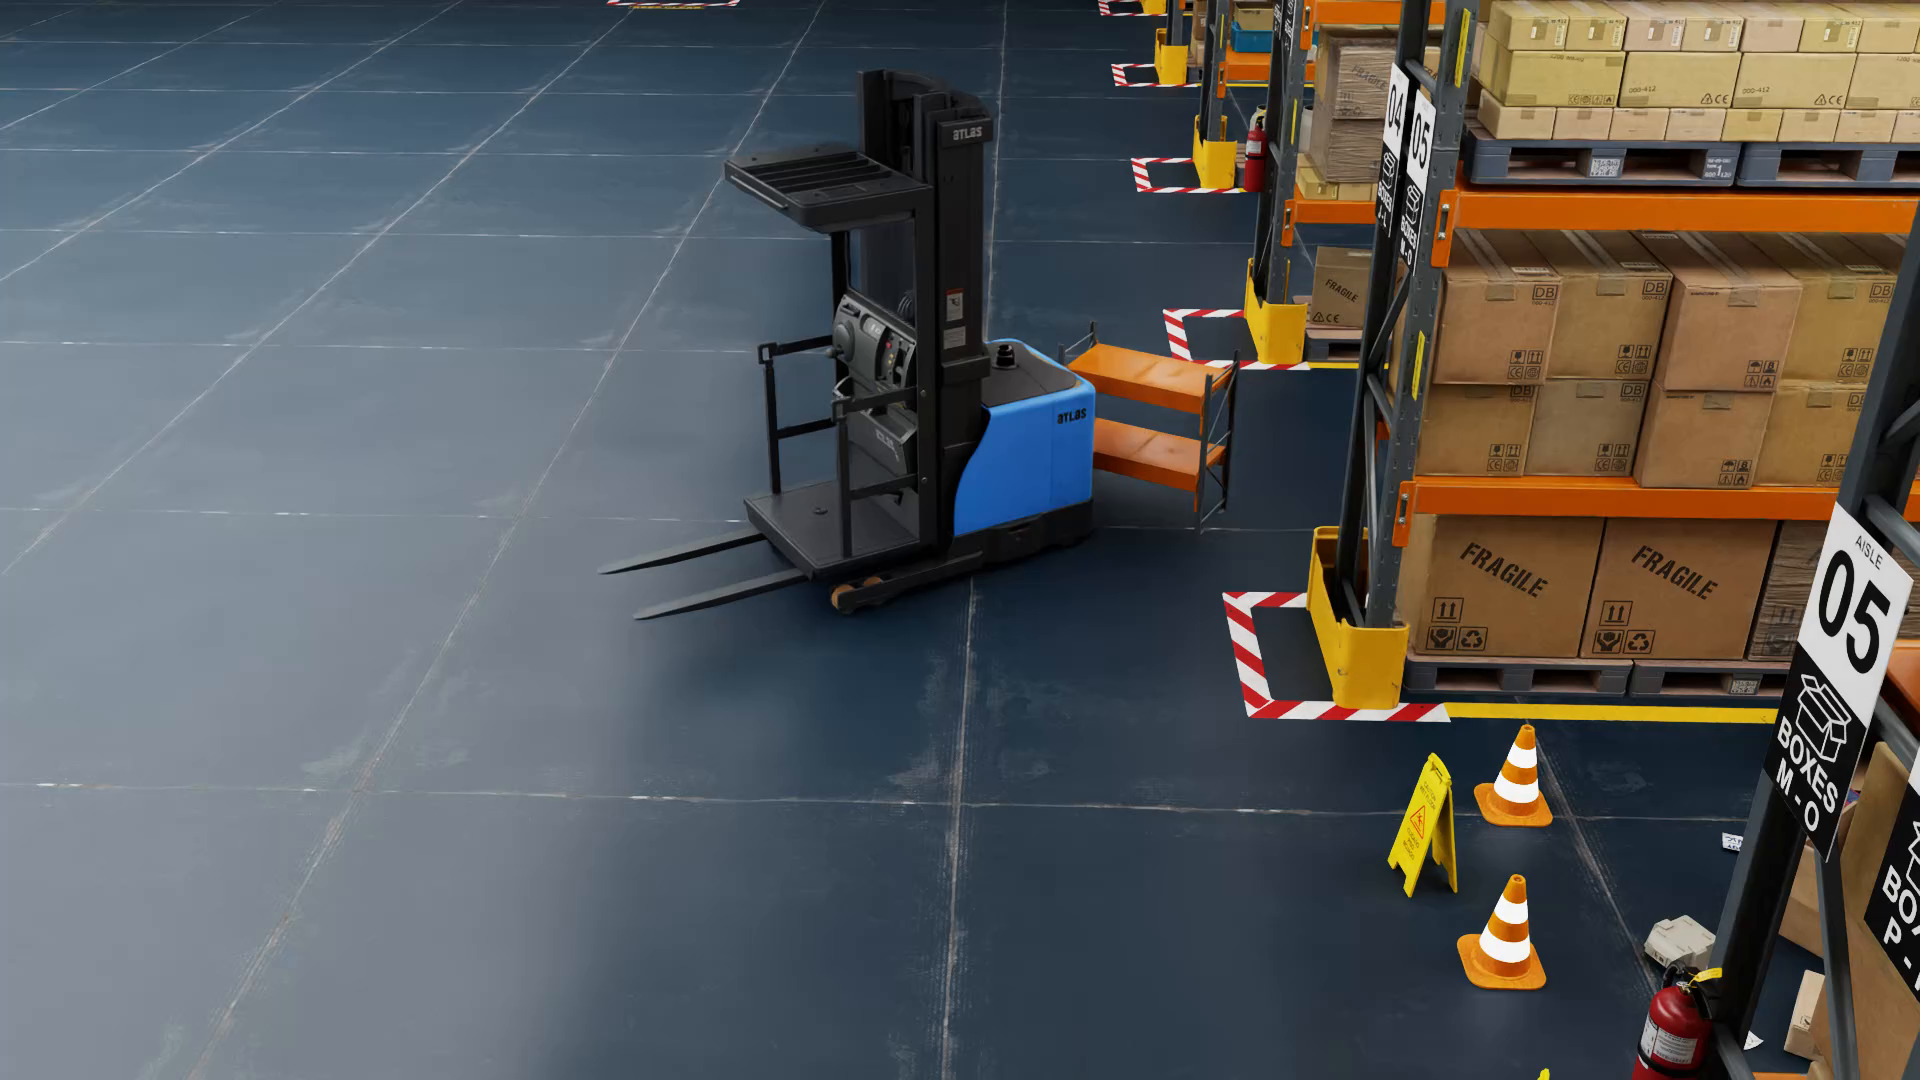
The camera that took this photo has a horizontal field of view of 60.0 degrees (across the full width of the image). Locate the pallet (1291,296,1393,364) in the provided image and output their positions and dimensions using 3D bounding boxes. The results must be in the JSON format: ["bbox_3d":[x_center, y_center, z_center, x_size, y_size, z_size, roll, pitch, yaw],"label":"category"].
[{"bbox_3d":[3.407,-1.744,13.739,1.213,0.211,1.003,1,28,2],"label":"pallet"}]

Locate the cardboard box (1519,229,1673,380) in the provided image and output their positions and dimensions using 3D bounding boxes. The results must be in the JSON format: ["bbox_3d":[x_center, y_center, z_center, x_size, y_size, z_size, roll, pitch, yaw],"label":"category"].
[{"bbox_3d":[3.167,-1.240,8.499,0.550,0.550,0.875,1,28,2],"label":"cardboard box"}]

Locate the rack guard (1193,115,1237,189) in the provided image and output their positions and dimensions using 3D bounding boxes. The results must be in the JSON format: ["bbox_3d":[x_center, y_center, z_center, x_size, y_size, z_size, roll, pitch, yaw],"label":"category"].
[{"bbox_3d":[2.773,-4.242,18.143,0.348,0.500,1.175,1,28,2],"label":"rack guard"}]

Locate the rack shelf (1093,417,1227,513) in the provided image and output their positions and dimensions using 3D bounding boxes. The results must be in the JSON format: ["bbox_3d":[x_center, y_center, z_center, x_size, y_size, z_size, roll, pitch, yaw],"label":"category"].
[{"bbox_3d":[1.206,-0.516,10.970,1.000,0.278,0.538,15,32,27],"label":"rack shelf"}]

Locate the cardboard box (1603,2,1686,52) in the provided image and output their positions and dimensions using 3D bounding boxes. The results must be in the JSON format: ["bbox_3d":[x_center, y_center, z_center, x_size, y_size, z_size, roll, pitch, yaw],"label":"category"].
[{"bbox_3d":[3.073,-2.320,7.509,0.250,0.149,0.380,1,28,1],"label":"cardboard box"}]

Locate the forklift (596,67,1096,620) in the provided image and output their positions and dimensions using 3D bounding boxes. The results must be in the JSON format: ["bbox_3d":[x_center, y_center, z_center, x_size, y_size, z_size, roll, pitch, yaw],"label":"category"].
[{"bbox_3d":[-0.683,-1.143,9.701,3.031,2.935,1.130,-15,32,-26],"label":"forklift"}]

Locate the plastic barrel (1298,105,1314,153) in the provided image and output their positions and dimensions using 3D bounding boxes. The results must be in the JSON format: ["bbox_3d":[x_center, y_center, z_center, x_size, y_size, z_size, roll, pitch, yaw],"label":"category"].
[{"bbox_3d":[3.857,-4.428,18.034,0.421,0.512,0.421,0,28,0],"label":"plastic barrel"}]

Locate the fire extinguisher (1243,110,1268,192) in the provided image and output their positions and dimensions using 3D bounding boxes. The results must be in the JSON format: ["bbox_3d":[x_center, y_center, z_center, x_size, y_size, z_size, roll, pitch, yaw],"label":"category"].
[{"bbox_3d":[2.423,-3.190,13.574,0.183,0.674,0.296,1,28,2],"label":"fire extinguisher"}]

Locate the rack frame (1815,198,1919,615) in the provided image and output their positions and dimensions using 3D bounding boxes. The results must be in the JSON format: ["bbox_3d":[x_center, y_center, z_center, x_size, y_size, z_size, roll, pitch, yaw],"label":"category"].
[{"bbox_3d":[2.171,-1.019,2.990,0.127,3.000,1.000,1,28,2],"label":"rack frame"}]

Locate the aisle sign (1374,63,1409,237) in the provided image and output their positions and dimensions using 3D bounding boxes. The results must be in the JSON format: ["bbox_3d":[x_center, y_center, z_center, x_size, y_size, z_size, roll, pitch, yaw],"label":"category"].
[{"bbox_3d":[2.185,-1.977,8.427,0.004,0.787,0.394,1,28,2],"label":"aisle sign"}]

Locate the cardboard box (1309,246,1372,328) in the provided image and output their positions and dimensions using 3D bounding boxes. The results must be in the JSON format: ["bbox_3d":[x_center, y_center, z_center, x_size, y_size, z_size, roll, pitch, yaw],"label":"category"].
[{"bbox_3d":[3.144,-2.070,13.598,0.500,0.500,0.500,6,29,11],"label":"cardboard box"}]

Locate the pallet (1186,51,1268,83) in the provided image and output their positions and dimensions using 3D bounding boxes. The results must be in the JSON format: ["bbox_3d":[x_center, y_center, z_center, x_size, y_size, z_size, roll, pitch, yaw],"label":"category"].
[{"bbox_3d":[3.640,-6.419,22.558,1.213,0.211,1.003,1,28,2],"label":"pallet"}]

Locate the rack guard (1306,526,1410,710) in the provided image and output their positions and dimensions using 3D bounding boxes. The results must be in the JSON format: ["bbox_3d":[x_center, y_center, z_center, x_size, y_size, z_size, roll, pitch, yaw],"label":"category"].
[{"bbox_3d":[2.221,0.417,9.355,0.348,0.500,1.175,1,28,2],"label":"rack guard"}]

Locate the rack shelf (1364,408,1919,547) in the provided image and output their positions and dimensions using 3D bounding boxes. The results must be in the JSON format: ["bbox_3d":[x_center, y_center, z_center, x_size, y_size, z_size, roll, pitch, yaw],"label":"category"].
[{"bbox_3d":[4.244,-0.336,8.875,4.000,0.370,1.077,1,28,2],"label":"rack shelf"}]

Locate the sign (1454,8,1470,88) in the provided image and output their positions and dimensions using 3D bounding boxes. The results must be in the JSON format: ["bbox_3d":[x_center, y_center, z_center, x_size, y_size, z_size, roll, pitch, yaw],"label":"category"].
[{"bbox_3d":[2.219,-2.174,7.353,0.005,0.325,0.100,1,28,2],"label":"sign"}]

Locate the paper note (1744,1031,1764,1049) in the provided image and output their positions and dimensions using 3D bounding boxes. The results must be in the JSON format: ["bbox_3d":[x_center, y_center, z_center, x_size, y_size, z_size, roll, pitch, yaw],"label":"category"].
[{"bbox_3d":[3.186,2.027,6.818,0.142,0.019,0.148,-9,29,-16],"label":"paper note"}]

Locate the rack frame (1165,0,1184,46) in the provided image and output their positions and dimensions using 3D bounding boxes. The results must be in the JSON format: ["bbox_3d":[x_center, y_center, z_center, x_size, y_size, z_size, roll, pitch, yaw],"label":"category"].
[{"bbox_3d":[2.874,-7.644,21.892,0.127,3.000,1.000,1,28,2],"label":"rack frame"}]

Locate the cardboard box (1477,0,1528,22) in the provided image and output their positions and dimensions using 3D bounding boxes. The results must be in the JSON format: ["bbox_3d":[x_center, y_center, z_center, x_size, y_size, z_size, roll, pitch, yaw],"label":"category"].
[{"bbox_3d":[2.593,-2.637,8.106,0.250,0.149,0.380,1,28,2],"label":"cardboard box"}]

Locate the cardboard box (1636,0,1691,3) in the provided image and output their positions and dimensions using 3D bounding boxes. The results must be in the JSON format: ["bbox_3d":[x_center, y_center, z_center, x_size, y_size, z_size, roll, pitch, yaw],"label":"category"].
[{"bbox_3d":[3.358,-2.624,8.082,0.250,0.149,0.380,1,28,3],"label":"cardboard box"}]

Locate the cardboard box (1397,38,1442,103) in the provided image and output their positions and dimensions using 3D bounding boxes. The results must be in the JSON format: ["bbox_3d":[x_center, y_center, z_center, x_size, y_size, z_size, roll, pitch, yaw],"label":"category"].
[{"bbox_3d":[3.560,-3.476,12.538,0.500,0.500,0.500,1,28,2],"label":"cardboard box"}]

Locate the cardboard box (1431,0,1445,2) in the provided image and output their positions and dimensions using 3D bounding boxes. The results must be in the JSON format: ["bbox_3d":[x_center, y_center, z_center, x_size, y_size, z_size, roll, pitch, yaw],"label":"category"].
[{"bbox_3d":[3.509,-4.131,12.224,0.500,0.250,0.500,0,28,1],"label":"cardboard box"}]

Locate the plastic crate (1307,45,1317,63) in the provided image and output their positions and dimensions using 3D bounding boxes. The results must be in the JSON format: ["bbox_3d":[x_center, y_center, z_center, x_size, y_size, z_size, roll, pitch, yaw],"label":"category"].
[{"bbox_3d":[3.579,-5.043,17.268,0.250,0.136,0.298,1,28,2],"label":"plastic crate"}]

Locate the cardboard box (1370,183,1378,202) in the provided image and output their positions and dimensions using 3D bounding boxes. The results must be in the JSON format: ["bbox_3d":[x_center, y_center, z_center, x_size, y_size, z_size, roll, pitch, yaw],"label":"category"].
[{"bbox_3d":[3.296,-2.755,12.939,0.250,0.149,0.380,1,28,2],"label":"cardboard box"}]

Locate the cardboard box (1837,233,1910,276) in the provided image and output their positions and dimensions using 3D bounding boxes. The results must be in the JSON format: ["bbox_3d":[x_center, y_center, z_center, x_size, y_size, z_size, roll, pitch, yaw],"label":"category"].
[{"bbox_3d":[4.786,-1.214,8.451,0.550,0.550,0.875,1,28,2],"label":"cardboard box"}]

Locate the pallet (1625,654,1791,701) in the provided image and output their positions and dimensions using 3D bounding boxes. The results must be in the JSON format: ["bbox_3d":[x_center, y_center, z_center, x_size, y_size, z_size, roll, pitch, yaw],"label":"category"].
[{"bbox_3d":[4.263,0.543,9.426,1.213,0.211,1.003,1,28,2],"label":"pallet"}]

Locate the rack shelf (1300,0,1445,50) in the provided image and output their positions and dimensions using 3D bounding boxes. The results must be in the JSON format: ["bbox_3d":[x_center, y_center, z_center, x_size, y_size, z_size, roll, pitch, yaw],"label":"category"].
[{"bbox_3d":[4.520,-3.981,12.549,4.000,0.370,1.077,1,28,2],"label":"rack shelf"}]

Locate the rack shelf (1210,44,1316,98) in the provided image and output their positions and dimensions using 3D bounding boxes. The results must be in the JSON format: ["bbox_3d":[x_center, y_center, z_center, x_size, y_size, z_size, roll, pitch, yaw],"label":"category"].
[{"bbox_3d":[4.694,-4.974,17.625,4.000,0.370,1.077,1,28,2],"label":"rack shelf"}]

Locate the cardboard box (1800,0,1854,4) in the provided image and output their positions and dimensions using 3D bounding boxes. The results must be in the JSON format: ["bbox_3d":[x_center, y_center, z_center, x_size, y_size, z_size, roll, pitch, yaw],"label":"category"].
[{"bbox_3d":[4.118,-2.611,8.058,0.250,0.149,0.380,1,28,2],"label":"cardboard box"}]

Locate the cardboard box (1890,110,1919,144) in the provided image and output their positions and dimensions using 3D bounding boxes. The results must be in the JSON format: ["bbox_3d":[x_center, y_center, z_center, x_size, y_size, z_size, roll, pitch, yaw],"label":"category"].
[{"bbox_3d":[4.342,-1.946,7.654,0.250,0.149,0.380,1,28,2],"label":"cardboard box"}]

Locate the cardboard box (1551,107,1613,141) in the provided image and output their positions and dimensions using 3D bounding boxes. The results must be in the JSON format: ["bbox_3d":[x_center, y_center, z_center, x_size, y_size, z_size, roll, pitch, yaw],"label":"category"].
[{"bbox_3d":[2.831,-1.971,7.702,0.250,0.149,0.380,1,28,2],"label":"cardboard box"}]

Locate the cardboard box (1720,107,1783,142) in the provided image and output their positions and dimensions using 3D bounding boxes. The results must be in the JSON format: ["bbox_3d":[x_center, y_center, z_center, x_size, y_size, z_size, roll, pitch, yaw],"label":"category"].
[{"bbox_3d":[3.585,-1.959,7.678,0.250,0.149,0.380,1,28,2],"label":"cardboard box"}]

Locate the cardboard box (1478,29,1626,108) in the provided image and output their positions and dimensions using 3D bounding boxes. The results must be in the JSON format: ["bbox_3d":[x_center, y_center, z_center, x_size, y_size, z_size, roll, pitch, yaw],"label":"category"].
[{"bbox_3d":[2.718,-2.179,7.668,0.500,0.250,0.500,1,28,2],"label":"cardboard box"}]

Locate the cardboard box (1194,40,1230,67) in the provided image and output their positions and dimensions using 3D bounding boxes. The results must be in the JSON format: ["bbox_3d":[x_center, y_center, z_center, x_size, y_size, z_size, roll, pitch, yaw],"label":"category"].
[{"bbox_3d":[3.402,-6.501,22.225,0.500,0.250,0.500,1,28,2],"label":"cardboard box"}]

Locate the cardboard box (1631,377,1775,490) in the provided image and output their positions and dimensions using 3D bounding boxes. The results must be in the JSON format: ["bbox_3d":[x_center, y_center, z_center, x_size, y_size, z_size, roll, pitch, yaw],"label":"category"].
[{"bbox_3d":[3.723,-0.701,8.636,0.550,0.550,0.875,1,28,2],"label":"cardboard box"}]

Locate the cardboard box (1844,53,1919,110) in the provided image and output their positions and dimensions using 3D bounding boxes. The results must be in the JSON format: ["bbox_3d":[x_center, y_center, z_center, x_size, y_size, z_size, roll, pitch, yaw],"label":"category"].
[{"bbox_3d":[4.231,-2.155,7.622,0.500,0.250,0.500,1,28,2],"label":"cardboard box"}]

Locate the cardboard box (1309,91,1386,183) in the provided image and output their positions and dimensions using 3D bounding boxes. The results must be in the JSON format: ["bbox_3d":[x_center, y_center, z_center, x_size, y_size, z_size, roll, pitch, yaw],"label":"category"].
[{"bbox_3d":[3.070,-3.161,13.011,0.500,0.500,0.875,1,28,2],"label":"cardboard box"}]

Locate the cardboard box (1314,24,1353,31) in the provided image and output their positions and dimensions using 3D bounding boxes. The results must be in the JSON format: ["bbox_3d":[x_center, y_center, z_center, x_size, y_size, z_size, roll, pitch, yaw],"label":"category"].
[{"bbox_3d":[4.901,-6.807,22.000,0.500,0.500,0.500,1,28,2],"label":"cardboard box"}]

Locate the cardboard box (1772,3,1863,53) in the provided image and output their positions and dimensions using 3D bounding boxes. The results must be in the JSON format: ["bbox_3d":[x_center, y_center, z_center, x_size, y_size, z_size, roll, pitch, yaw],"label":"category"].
[{"bbox_3d":[3.837,-2.307,7.484,0.250,0.149,0.380,1,28,1],"label":"cardboard box"}]

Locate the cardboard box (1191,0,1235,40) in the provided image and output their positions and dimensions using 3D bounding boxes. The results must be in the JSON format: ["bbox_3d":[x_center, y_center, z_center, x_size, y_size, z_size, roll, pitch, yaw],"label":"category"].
[{"bbox_3d":[3.421,-7.076,22.508,0.500,0.500,0.500,1,28,2],"label":"cardboard box"}]

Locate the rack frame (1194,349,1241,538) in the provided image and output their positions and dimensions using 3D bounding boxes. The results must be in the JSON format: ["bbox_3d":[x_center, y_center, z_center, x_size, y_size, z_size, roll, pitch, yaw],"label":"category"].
[{"bbox_3d":[1.644,-0.611,10.628,0.032,1.125,0.500,15,32,27],"label":"rack frame"}]

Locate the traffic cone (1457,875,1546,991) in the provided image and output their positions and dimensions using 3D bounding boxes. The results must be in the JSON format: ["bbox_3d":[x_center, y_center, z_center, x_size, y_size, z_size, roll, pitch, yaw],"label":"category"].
[{"bbox_3d":[2.346,1.631,7.105,0.334,0.463,0.336,1,28,2],"label":"traffic cone"}]

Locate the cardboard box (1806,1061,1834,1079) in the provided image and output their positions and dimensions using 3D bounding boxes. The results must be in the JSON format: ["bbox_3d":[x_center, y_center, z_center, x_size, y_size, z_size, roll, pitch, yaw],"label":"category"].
[{"bbox_3d":[2.552,1.649,4.631,0.250,0.149,0.380,2,28,4],"label":"cardboard box"}]

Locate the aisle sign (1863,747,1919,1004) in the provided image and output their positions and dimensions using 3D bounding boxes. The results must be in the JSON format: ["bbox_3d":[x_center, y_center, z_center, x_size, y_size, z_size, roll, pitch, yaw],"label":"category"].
[{"bbox_3d":[2.098,0.627,3.514,0.004,0.787,0.394,1,28,2],"label":"aisle sign"}]

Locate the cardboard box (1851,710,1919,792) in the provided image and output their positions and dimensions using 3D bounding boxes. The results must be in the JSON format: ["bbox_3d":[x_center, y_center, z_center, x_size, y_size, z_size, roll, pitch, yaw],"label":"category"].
[{"bbox_3d":[4.655,0.937,8.371,0.500,0.500,0.500,6,28,11],"label":"cardboard box"}]

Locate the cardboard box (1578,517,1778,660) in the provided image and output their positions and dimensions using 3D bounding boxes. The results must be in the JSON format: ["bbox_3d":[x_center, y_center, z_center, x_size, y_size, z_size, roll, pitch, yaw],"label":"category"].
[{"bbox_3d":[3.804,0.060,9.180,0.875,0.875,0.875,1,28,1],"label":"cardboard box"}]

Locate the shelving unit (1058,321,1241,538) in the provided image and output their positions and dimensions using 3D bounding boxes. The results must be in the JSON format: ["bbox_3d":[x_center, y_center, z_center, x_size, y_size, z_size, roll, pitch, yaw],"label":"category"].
[{"bbox_3d":[1.206,-0.732,10.855,1.048,1.125,0.538,15,32,27],"label":"shelving unit"}]
